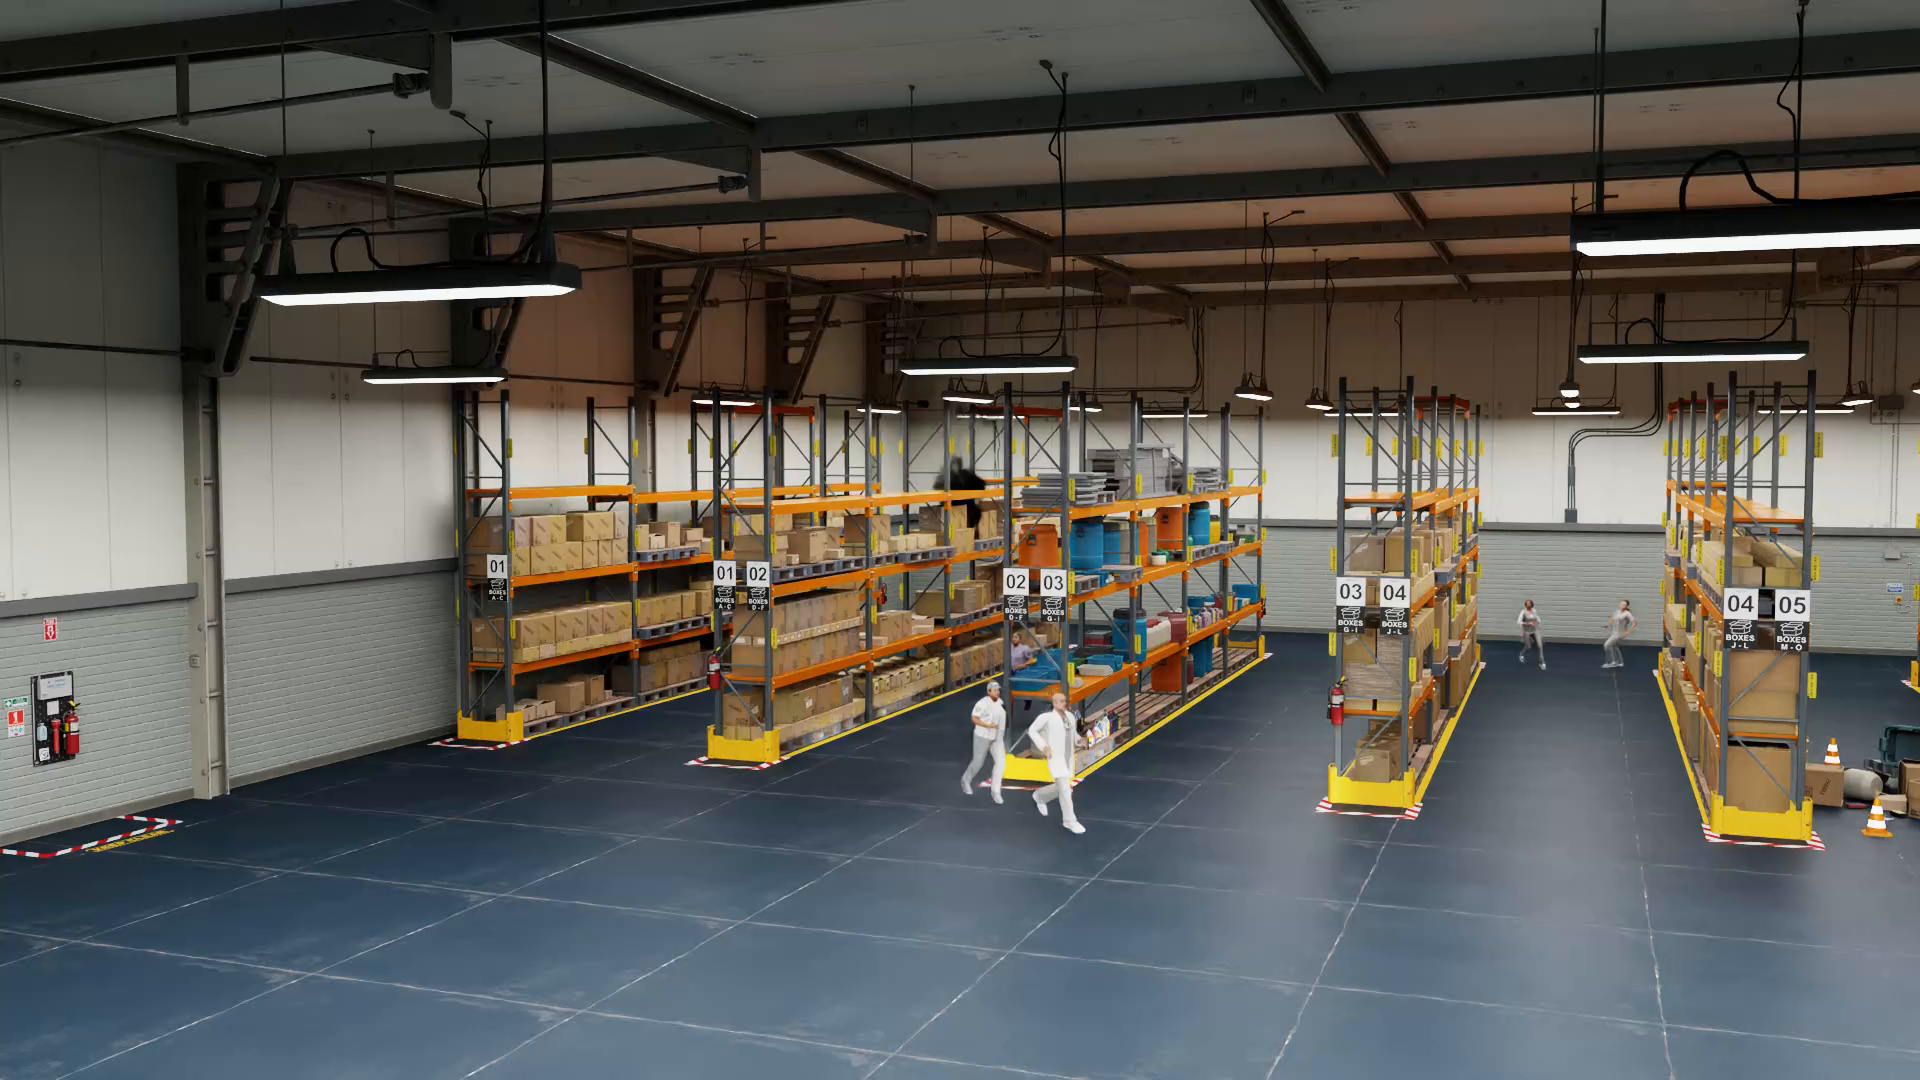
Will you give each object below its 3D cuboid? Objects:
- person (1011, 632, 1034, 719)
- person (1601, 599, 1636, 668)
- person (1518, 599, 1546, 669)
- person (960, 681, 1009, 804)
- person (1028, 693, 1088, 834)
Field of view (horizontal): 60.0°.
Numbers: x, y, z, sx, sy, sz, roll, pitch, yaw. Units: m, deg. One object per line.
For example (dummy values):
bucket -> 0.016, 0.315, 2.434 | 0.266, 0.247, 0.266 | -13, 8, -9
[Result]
person -> 1.087, 2.515, 30.568 | 0.574, 1.663, 1.094 | 1, 3, 17
person -> 14.948, 2.139, 37.847 | 0.628, 1.601, 0.696 | 0, 3, -1
person -> 13.040, 2.138, 38.058 | 0.565, 1.579, 0.801 | 0, 3, -1
person -> 0.419, 2.863, 23.791 | 0.637, 1.692, 0.850 | -2, 4, -34
person -> 1.291, 2.907, 21.953 | 0.710, 1.787, 1.025 | -3, 4, -42
